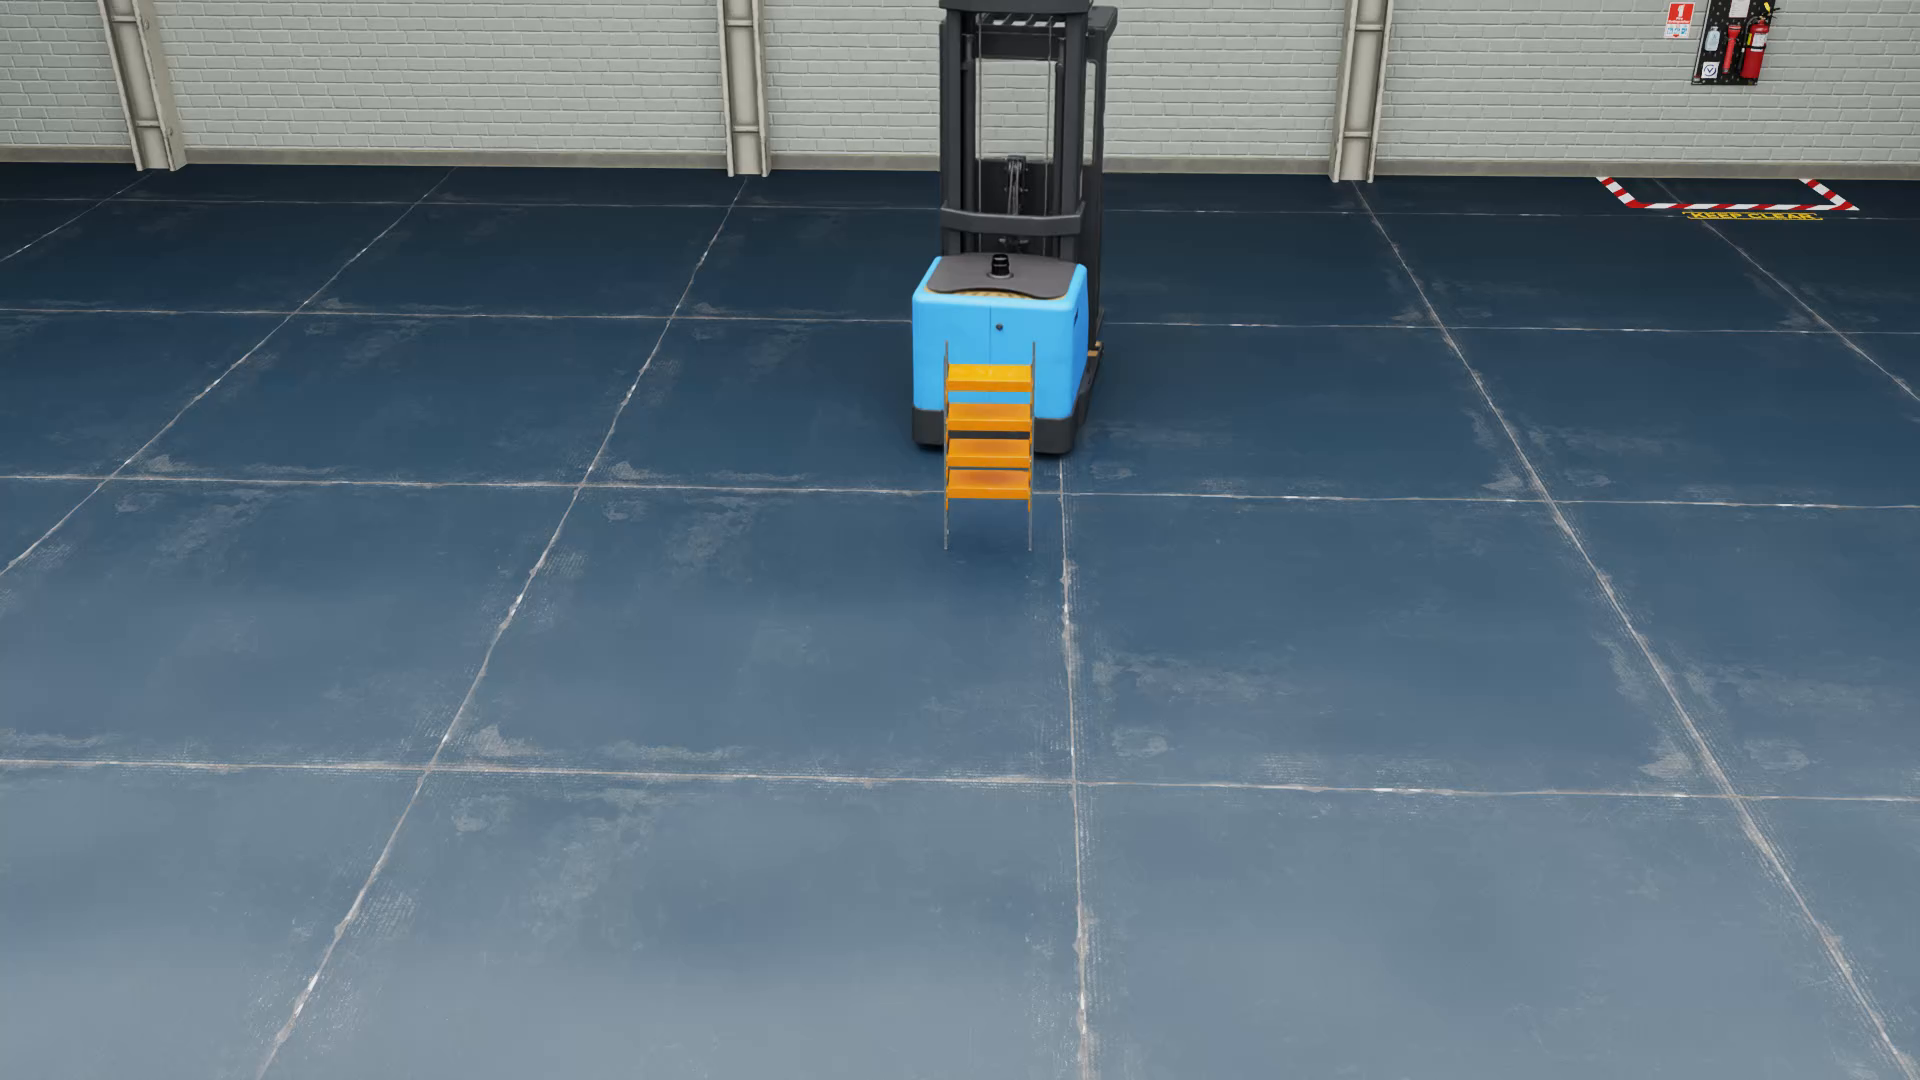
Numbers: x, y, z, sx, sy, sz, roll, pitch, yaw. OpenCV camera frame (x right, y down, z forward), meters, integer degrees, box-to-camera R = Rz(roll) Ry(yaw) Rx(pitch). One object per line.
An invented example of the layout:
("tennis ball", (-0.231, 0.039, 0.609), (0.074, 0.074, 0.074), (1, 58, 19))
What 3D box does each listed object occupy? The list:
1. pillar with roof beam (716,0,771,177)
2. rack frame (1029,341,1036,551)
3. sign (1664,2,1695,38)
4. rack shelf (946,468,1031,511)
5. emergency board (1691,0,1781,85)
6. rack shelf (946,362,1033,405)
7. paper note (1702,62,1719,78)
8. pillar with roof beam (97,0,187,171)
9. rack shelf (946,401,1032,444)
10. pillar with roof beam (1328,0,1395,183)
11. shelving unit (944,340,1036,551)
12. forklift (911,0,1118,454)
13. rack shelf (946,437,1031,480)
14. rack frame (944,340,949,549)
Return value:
("pillar with roof beam", (-2.266, -5.661, 10.821), (0.400, 9.000, 9.100), (1, 28, 2))
("rack frame", (0.409, -0.523, 9.456), (0.015, 1.200, 0.240), (1, 28, 2))
("sign", (6.861, -4.959, 15.864), (0.234, 0.329, 0.001), (1, 28, 2))
("rack shelf", (0.165, -0.293, 9.588), (0.480, 0.148, 0.258), (1, 28, 2))
("emergency board", (7.410, -4.886, 15.764), (0.643, 1.169, 0.194), (1, 28, 2))
("rack shelf", (0.165, -0.875, 9.280), (0.480, 0.148, 0.258), (1, 28, 2))
("paper note", (7.236, -4.532, 16.037), (0.142, 0.148, 0.016), (1, 28, 2))
("pillar with roof beam", (-8.262, -5.760, 11.008), (0.400, 9.000, 9.100), (1, 28, 2))
("rack shelf", (0.165, -0.666, 9.391), (0.480, 0.148, 0.258), (1, 28, 2))
("pillar with roof beam", (3.730, -5.562, 10.634), (0.400, 9.000, 9.100), (1, 28, 2))
("shelving unit", (0.165, -0.527, 9.464), (0.503, 1.200, 0.258), (1, 28, 2))
("forklift", (0.451, -2.517, 11.368), (1.130, 2.935, 3.031), (5, 28, 9))
("rack shelf", (0.165, -0.468, 9.495), (0.480, 0.148, 0.258), (1, 28, 2))
("rack frame", (-0.078, -0.531, 9.471), (0.015, 1.200, 0.240), (1, 28, 2))
